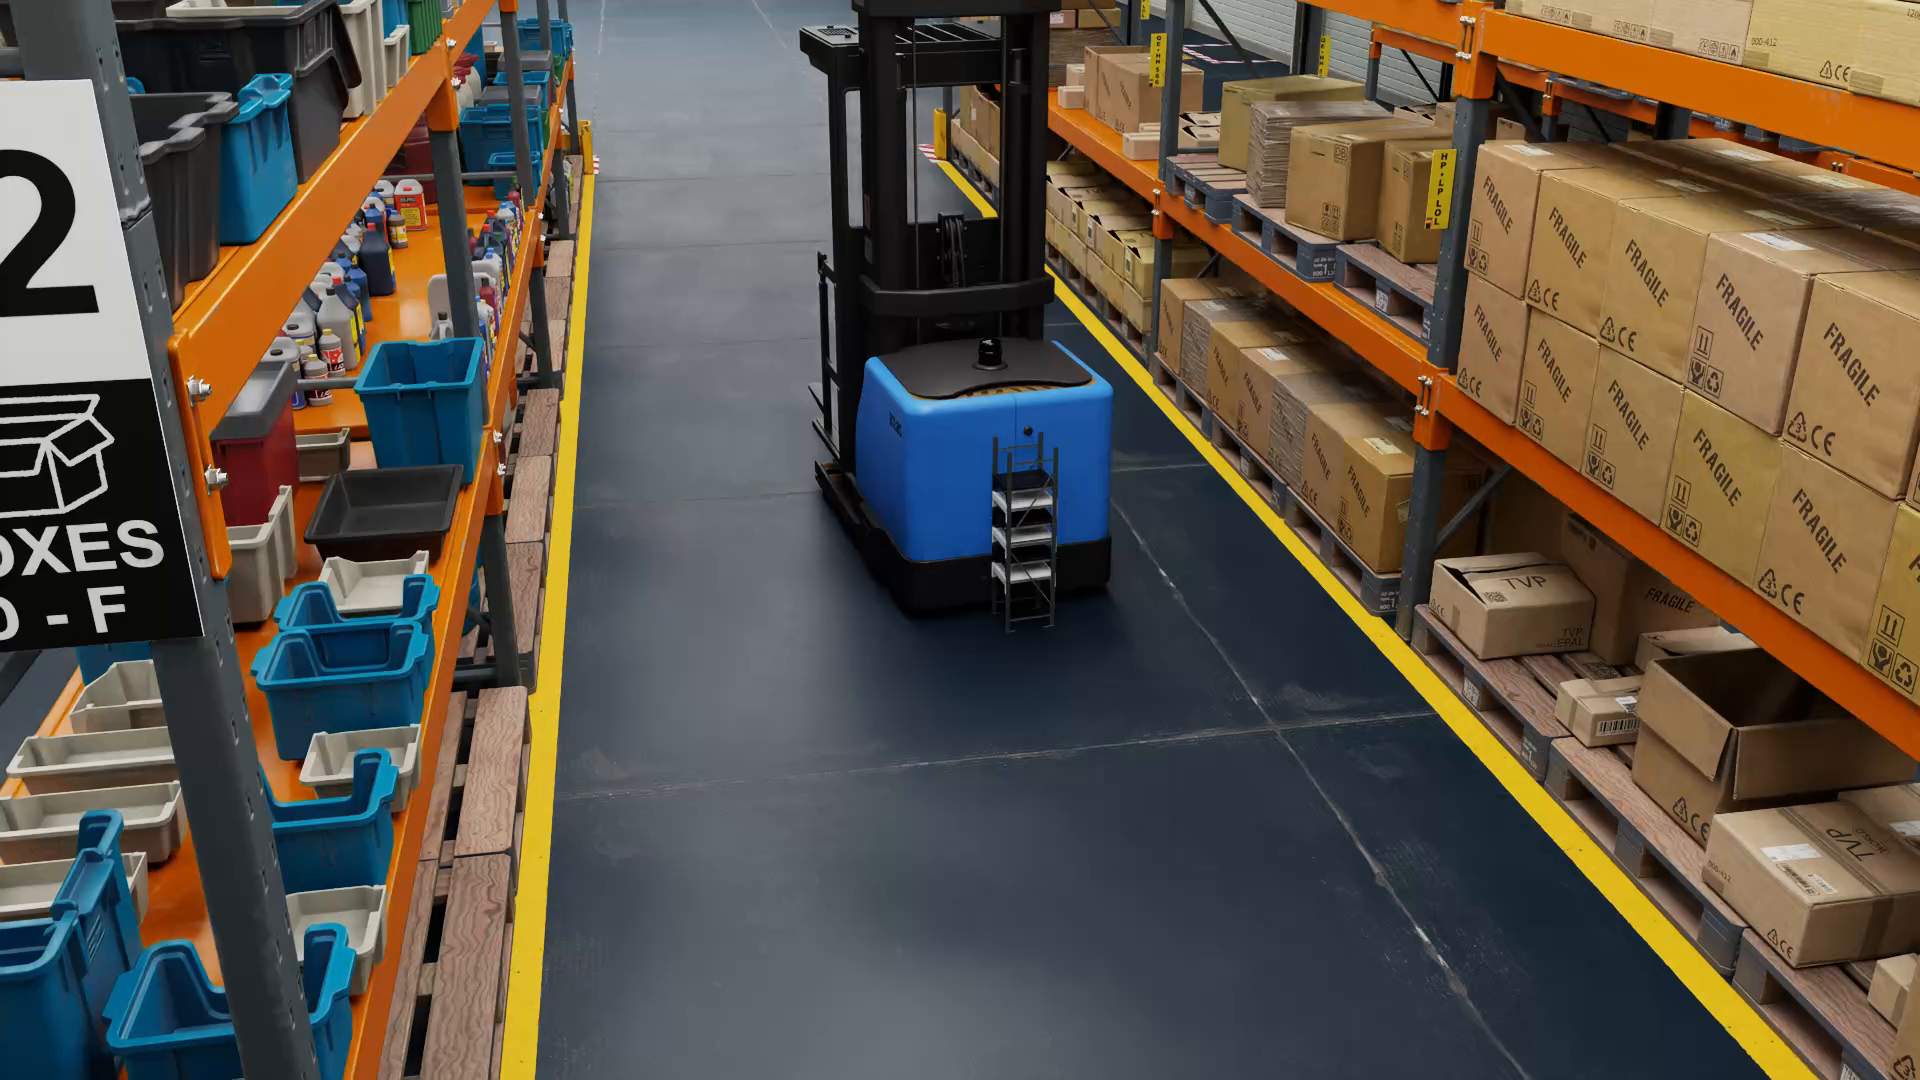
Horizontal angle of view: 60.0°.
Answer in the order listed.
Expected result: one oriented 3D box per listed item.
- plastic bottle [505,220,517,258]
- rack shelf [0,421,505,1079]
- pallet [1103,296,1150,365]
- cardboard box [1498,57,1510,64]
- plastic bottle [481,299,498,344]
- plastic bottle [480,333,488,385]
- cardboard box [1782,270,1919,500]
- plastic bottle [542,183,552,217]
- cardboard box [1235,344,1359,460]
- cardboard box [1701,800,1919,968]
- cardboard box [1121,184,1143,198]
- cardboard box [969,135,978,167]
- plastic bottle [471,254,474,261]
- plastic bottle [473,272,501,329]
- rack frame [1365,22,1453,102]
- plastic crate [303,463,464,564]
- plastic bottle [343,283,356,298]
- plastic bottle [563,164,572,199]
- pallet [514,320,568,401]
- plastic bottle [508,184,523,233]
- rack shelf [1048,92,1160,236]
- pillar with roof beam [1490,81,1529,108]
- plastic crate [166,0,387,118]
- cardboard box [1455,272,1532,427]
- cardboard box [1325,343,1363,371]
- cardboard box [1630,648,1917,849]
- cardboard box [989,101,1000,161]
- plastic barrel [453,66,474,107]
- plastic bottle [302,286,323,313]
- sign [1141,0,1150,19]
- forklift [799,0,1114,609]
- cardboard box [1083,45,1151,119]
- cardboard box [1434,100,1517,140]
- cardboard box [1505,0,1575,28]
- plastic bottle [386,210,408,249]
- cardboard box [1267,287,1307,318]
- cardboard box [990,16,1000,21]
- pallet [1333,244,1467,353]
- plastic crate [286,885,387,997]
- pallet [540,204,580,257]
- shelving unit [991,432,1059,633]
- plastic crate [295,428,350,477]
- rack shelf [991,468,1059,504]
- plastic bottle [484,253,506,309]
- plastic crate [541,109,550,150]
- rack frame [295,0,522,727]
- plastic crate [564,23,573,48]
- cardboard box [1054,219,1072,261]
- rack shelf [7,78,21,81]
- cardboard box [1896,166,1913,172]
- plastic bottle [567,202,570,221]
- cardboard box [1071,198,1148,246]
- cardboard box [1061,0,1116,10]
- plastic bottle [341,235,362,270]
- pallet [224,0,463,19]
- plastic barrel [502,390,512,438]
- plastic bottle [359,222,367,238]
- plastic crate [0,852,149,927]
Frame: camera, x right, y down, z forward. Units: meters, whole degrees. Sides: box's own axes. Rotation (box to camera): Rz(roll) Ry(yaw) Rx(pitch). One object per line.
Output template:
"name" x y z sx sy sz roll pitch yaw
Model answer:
"plastic bottle" -2.447 -1.621 8.961 0.097 0.201 0.097 0 24 0
"rack shelf" -1.968 0.521 4.707 1.077 0.370 4.000 -4 24 -10
"pallet" 1.678 -1.582 12.109 1.003 0.211 1.213 -4 24 -10
"cardboard box" 5.450 -4.776 16.099 0.500 0.250 0.500 -4 24 -10
"plastic bottle" -2.147 -0.982 7.499 0.097 0.201 0.097 0 24 0
"plastic bottle" -2.011 -0.770 6.910 0.061 0.283 0.133 -4 24 -10
"cardboard box" 2.724 -0.448 4.653 0.500 0.500 0.500 -4 24 -8
"plastic bottle" -3.700 -3.067 14.784 0.144 0.351 0.185 -4 24 -10
"cardboard box" 1.887 -0.781 9.364 0.500 0.500 0.500 -5 24 -12
"cardboard box" 2.782 1.100 5.369 0.500 0.250 0.500 -4 24 -10
"cardboard box" 1.601 -2.757 13.526 0.500 0.311 0.500 -4 24 -10
"cardboard box" 0.381 -3.992 17.053 0.500 0.250 0.500 -4 24 -10
"plastic bottle" -2.435 -1.315 8.174 0.097 0.271 0.097 0 24 0
"plastic bottle" -2.220 -1.112 7.704 0.152 0.276 0.135 -4 24 -10
"rack frame" 5.180 -6.048 18.850 1.000 3.000 0.127 -4 24 -10
"plastic crate" -1.867 -0.076 5.445 0.437 0.125 0.590 -4 24 -10
"plastic bottle" -2.770 -1.026 7.511 0.097 0.271 0.097 0 24 0
"plastic bottle" -3.672 -3.319 15.361 0.144 0.351 0.185 -4 24 -10
"pallet" -3.182 -1.198 11.229 1.003 0.211 1.213 -4 24 -10
"plastic bottle" -2.540 -1.896 9.490 0.061 0.283 0.133 -4 24 -10
"rack shelf" 1.422 -2.990 12.748 1.077 0.370 4.000 -4 24 -10
"pillar with roof beam" 1.928 -8.267 16.436 9.100 9.000 0.400 -4 24 -10
"plastic crate" -1.704 -1.236 4.234 0.437 0.282 0.530 -4 24 -10
"cardboard box" 2.358 -0.785 6.675 0.500 0.500 0.500 -4 24 -8
"cardboard box" 2.394 -0.829 9.475 0.500 0.500 0.500 -5 24 -12
"cardboard box" 2.884 0.721 5.921 0.797 0.503 0.637 -4 24 -10
"cardboard box" 0.574 -3.943 16.004 0.500 0.500 0.500 -4 24 -10
"plastic barrel" -3.720 -3.123 11.982 0.433 0.535 0.433 0 24 0
"plastic bottle" -2.863 -0.982 7.313 0.144 0.351 0.185 -4 24 -10
"sign" 1.583 -4.645 14.290 0.100 0.325 0.005 -4 24 -10
"forklift" -0.183 -1.583 8.713 1.130 2.935 3.031 -7 25 -16
"cardboard box" 1.275 -3.642 13.216 0.500 0.500 0.500 -3 24 -6
"cardboard box" 5.411 -4.309 17.442 0.700 0.500 0.500 -6 24 -13
"cardboard box" 2.378 -2.056 6.150 0.500 0.250 0.500 -4 24 -10
"plastic bottle" -3.110 -1.718 9.183 0.097 0.201 0.097 0 24 0
"cardboard box" 2.210 -1.561 10.212 0.500 0.250 0.500 -3 24 -8
"cardboard box" 0.675 -4.933 16.171 0.700 0.500 0.500 -4 24 -8
"pallet" 2.491 -1.194 7.977 1.003 0.211 1.213 -4 24 -10
"plastic crate" -1.298 0.818 3.384 0.250 0.136 0.298 -4 24 -10
"pallet" -3.900 -2.731 14.739 1.003 0.211 1.213 -4 24 -10
"shelving unit" 0.297 -0.032 7.699 0.258 0.900 0.210 -7 25 -16
"plastic crate" -2.392 -0.308 5.962 0.396 0.136 0.243 -4 24 -10
"rack shelf" 0.297 -0.249 7.604 0.258 0.077 0.200 -7 25 -16
"plastic bottle" -2.257 -1.249 8.023 0.097 0.271 0.097 0 24 0
"plastic crate" -3.217 -2.980 12.091 0.450 0.188 0.662 -4 24 -10
"rack frame" -2.338 -0.595 6.364 1.000 3.000 0.127 -4 24 -10
"plastic crate" -4.170 -5.072 16.801 0.499 0.251 0.616 -4 24 -10
"cardboard box" 1.075 -2.457 13.540 0.500 0.250 0.500 -5 24 -11
"rack shelf" -9.054 -3.832 14.675 1.077 0.370 4.000 -4 24 -10
"cardboard box" 6.530 -2.549 11.128 0.380 0.149 0.250 -4 24 -9
"plastic bottle" -3.483 -2.899 14.586 0.097 0.201 0.097 0 24 0
"cardboard box" 1.169 -2.510 12.960 0.500 0.311 0.500 -4 24 -8
"cardboard box" 0.964 -4.921 14.524 0.700 0.500 0.500 -4 24 -9
"plastic bottle" -3.058 -1.372 8.298 0.152 0.276 0.135 -4 24 -10
"pallet" -2.578 -2.184 6.491 1.213 0.211 1.003 -4 24 -10
"plastic barrel" -2.778 -0.814 9.449 0.421 0.512 0.421 0 24 0
"plastic bottle" -3.210 -1.601 8.916 0.097 0.201 0.097 0 24 0
"plastic crate" -1.927 0.764 3.506 0.396 0.136 0.243 -4 24 -10
